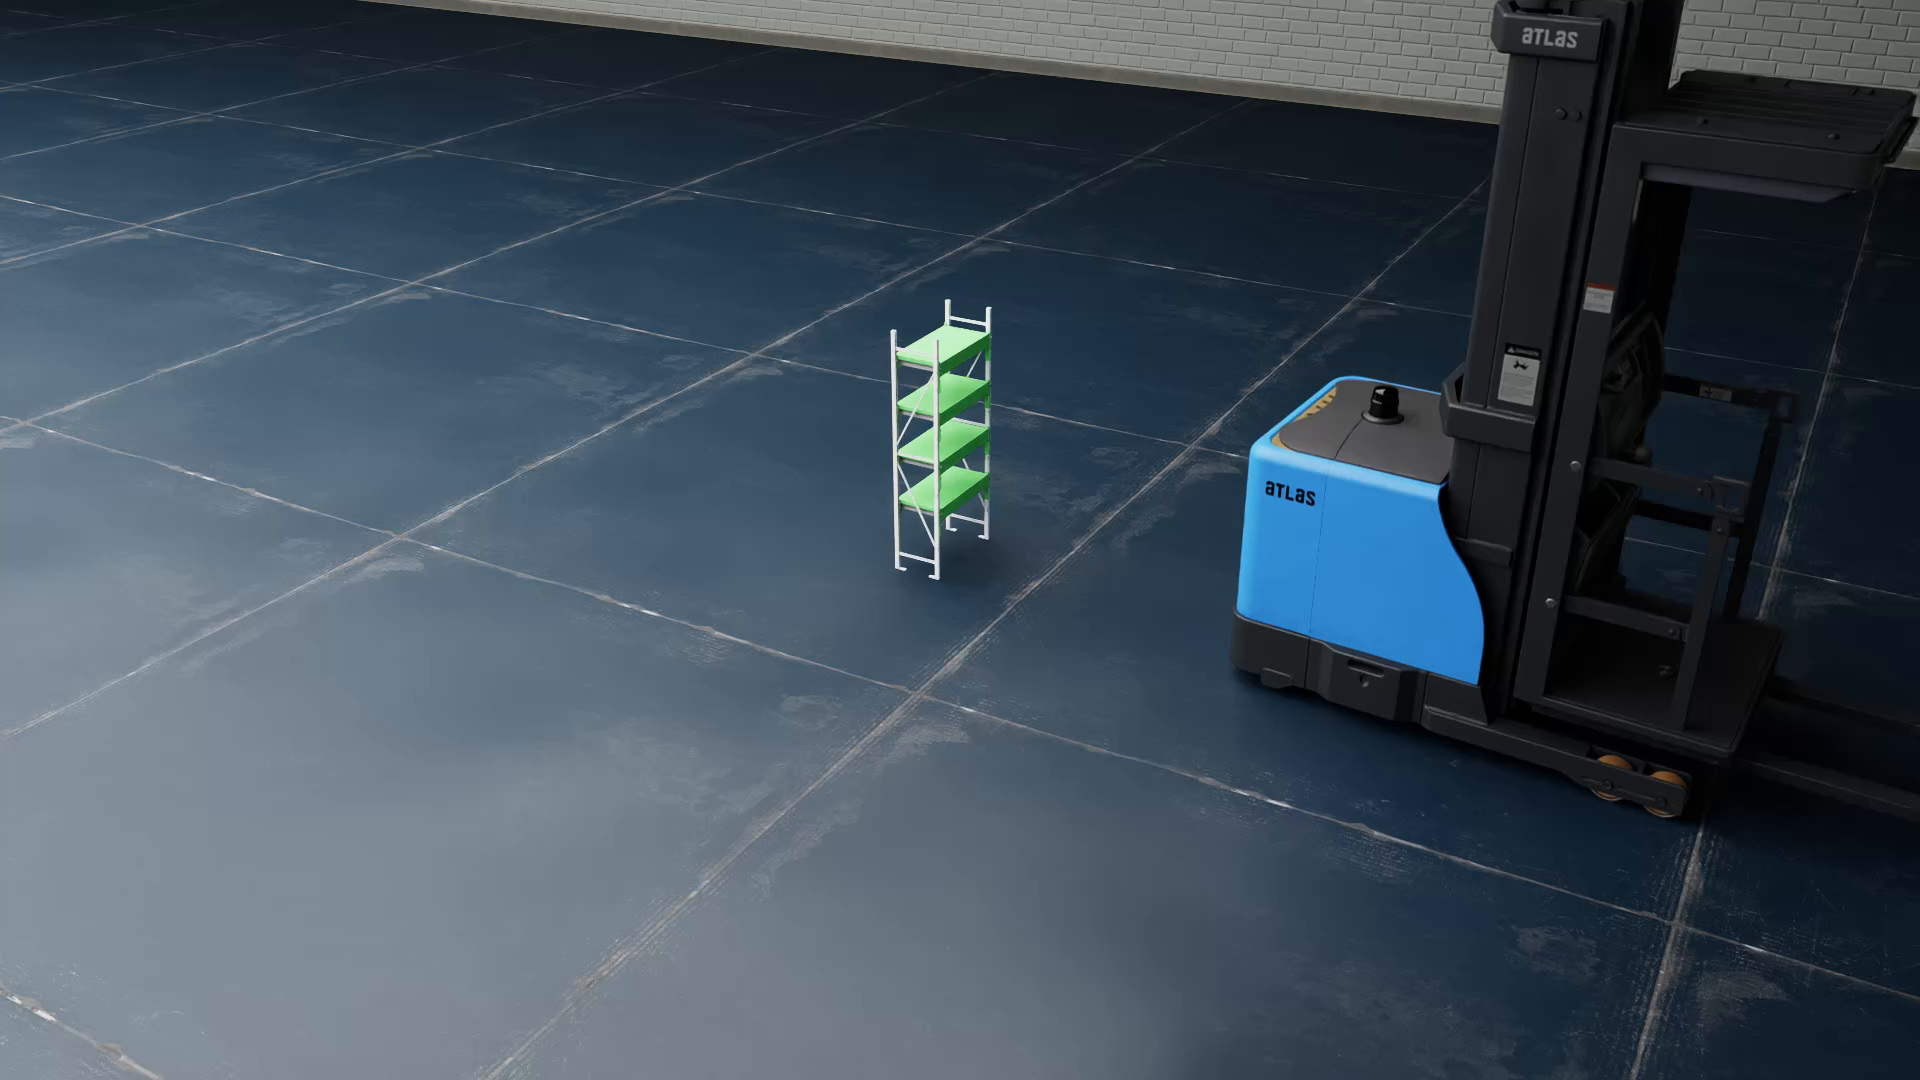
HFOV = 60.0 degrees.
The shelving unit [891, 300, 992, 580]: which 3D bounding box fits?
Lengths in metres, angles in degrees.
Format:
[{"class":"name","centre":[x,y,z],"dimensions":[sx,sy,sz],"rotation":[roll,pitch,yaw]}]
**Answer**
[{"class":"shelving unit","centre":[-0.081,-0.472,7.853],"dimensions":[0.258,1.200,0.503],"rotation":[14,30,26]}]

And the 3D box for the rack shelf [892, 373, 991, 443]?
[{"class":"rack shelf","centre":[-0.081,-0.630,7.774],"dimensions":[0.258,0.148,0.480],"rotation":[14,30,26]}]

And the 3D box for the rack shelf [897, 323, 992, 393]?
[{"class":"rack shelf","centre":[-0.081,-0.844,7.666],"dimensions":[0.258,0.148,0.480],"rotation":[14,30,26]}]

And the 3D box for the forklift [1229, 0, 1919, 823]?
[{"class":"forklift","centre":[2.660,-0.550,6.075],"dimensions":[3.031,2.935,1.130],"rotation":[16,31,29]}]

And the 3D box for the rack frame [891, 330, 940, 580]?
[{"class":"rack frame","centre":[-0.201,-0.377,7.663],"dimensions":[0.240,1.200,0.015],"rotation":[14,30,26]}]

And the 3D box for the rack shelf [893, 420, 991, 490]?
[{"class":"rack shelf","centre":[-0.081,-0.415,7.881],"dimensions":[0.258,0.148,0.480],"rotation":[14,30,26]}]

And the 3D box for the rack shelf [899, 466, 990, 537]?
[{"class":"rack shelf","centre":[-0.081,-0.200,7.989],"dimensions":[0.258,0.148,0.480],"rotation":[14,30,26]}]

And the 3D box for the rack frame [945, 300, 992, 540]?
[{"class":"rack frame","centre":[0.039,-0.567,8.043],"dimensions":[0.240,1.200,0.015],"rotation":[14,30,26]}]
